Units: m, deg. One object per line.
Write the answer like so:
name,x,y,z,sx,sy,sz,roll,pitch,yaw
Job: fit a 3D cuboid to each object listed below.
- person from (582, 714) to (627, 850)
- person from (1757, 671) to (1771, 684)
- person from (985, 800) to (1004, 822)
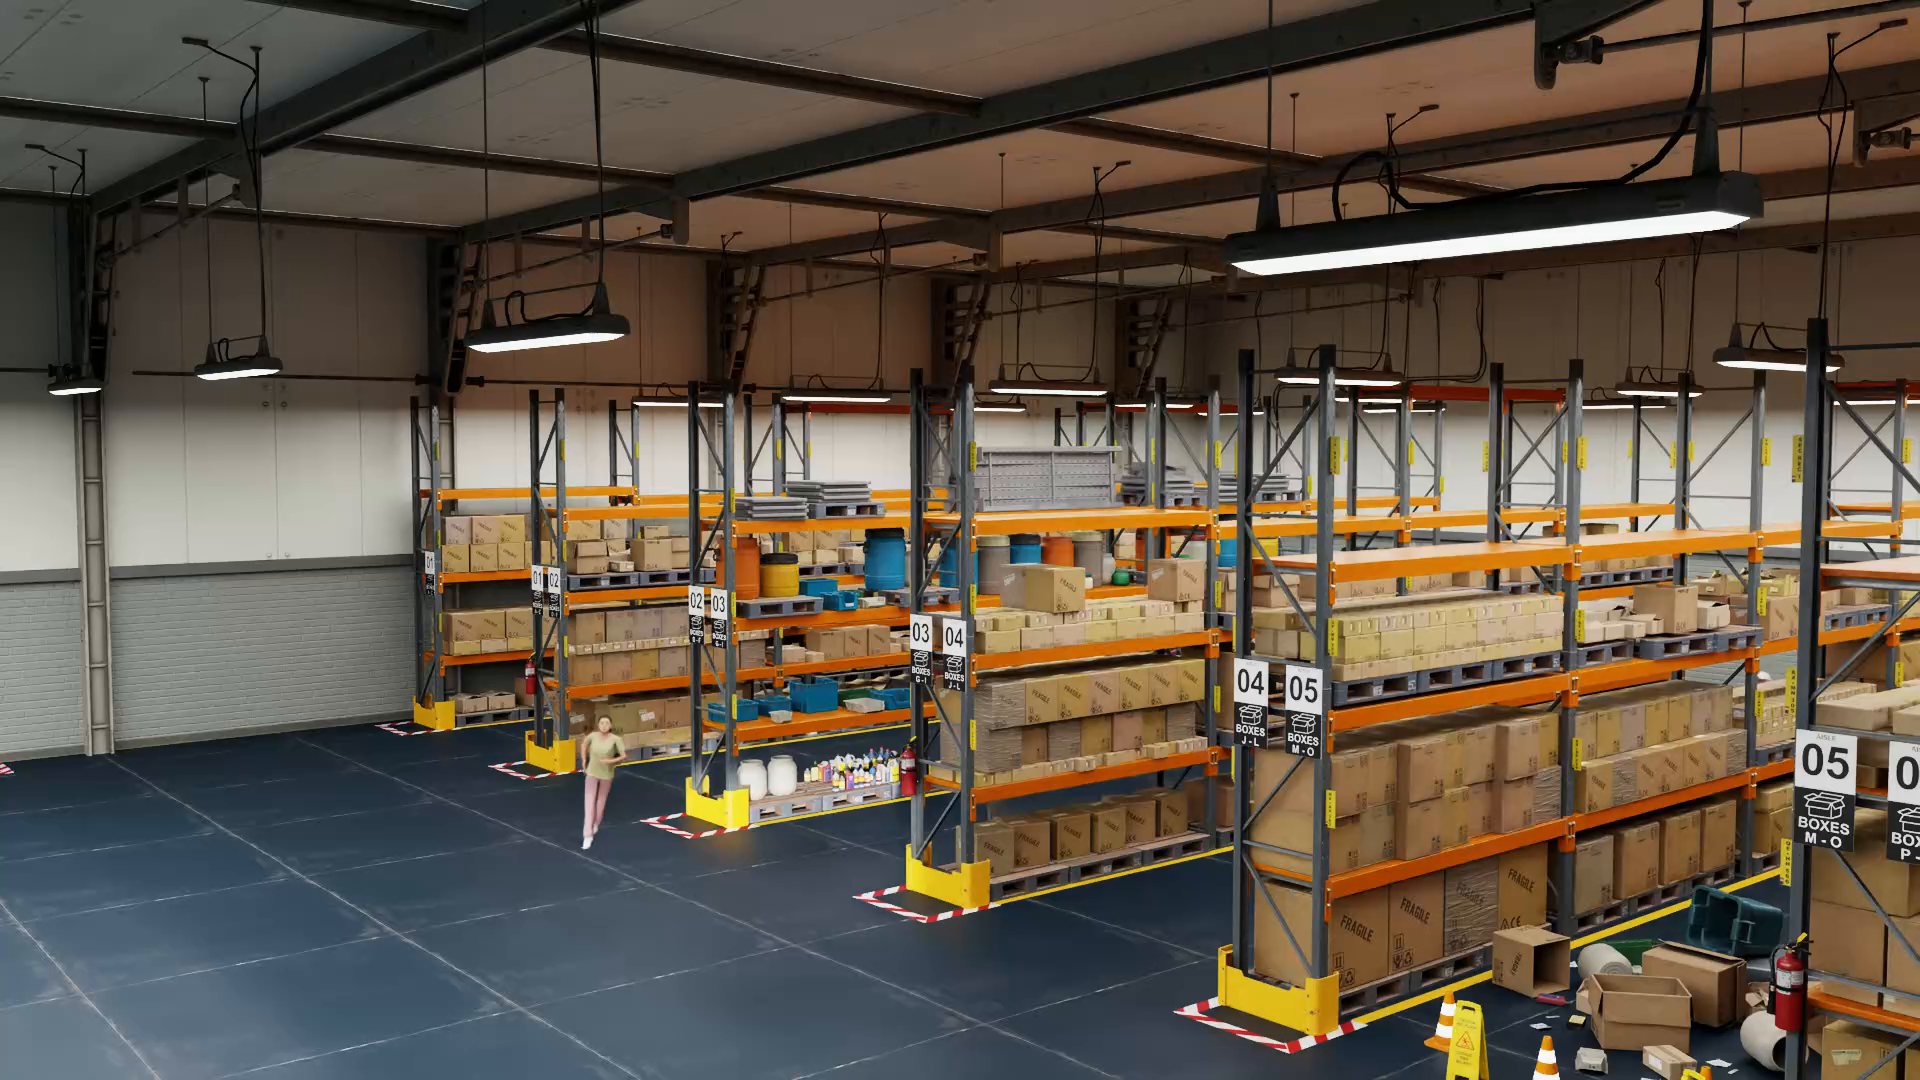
person,-4.605,3.074,21.518,0.592,1.681,0.899,0,3,-6
person,12.079,2.840,24.930,0.650,1.747,0.675,-2,4,-28
person,0.416,3.032,21.862,0.592,1.734,0.684,3,4,41
